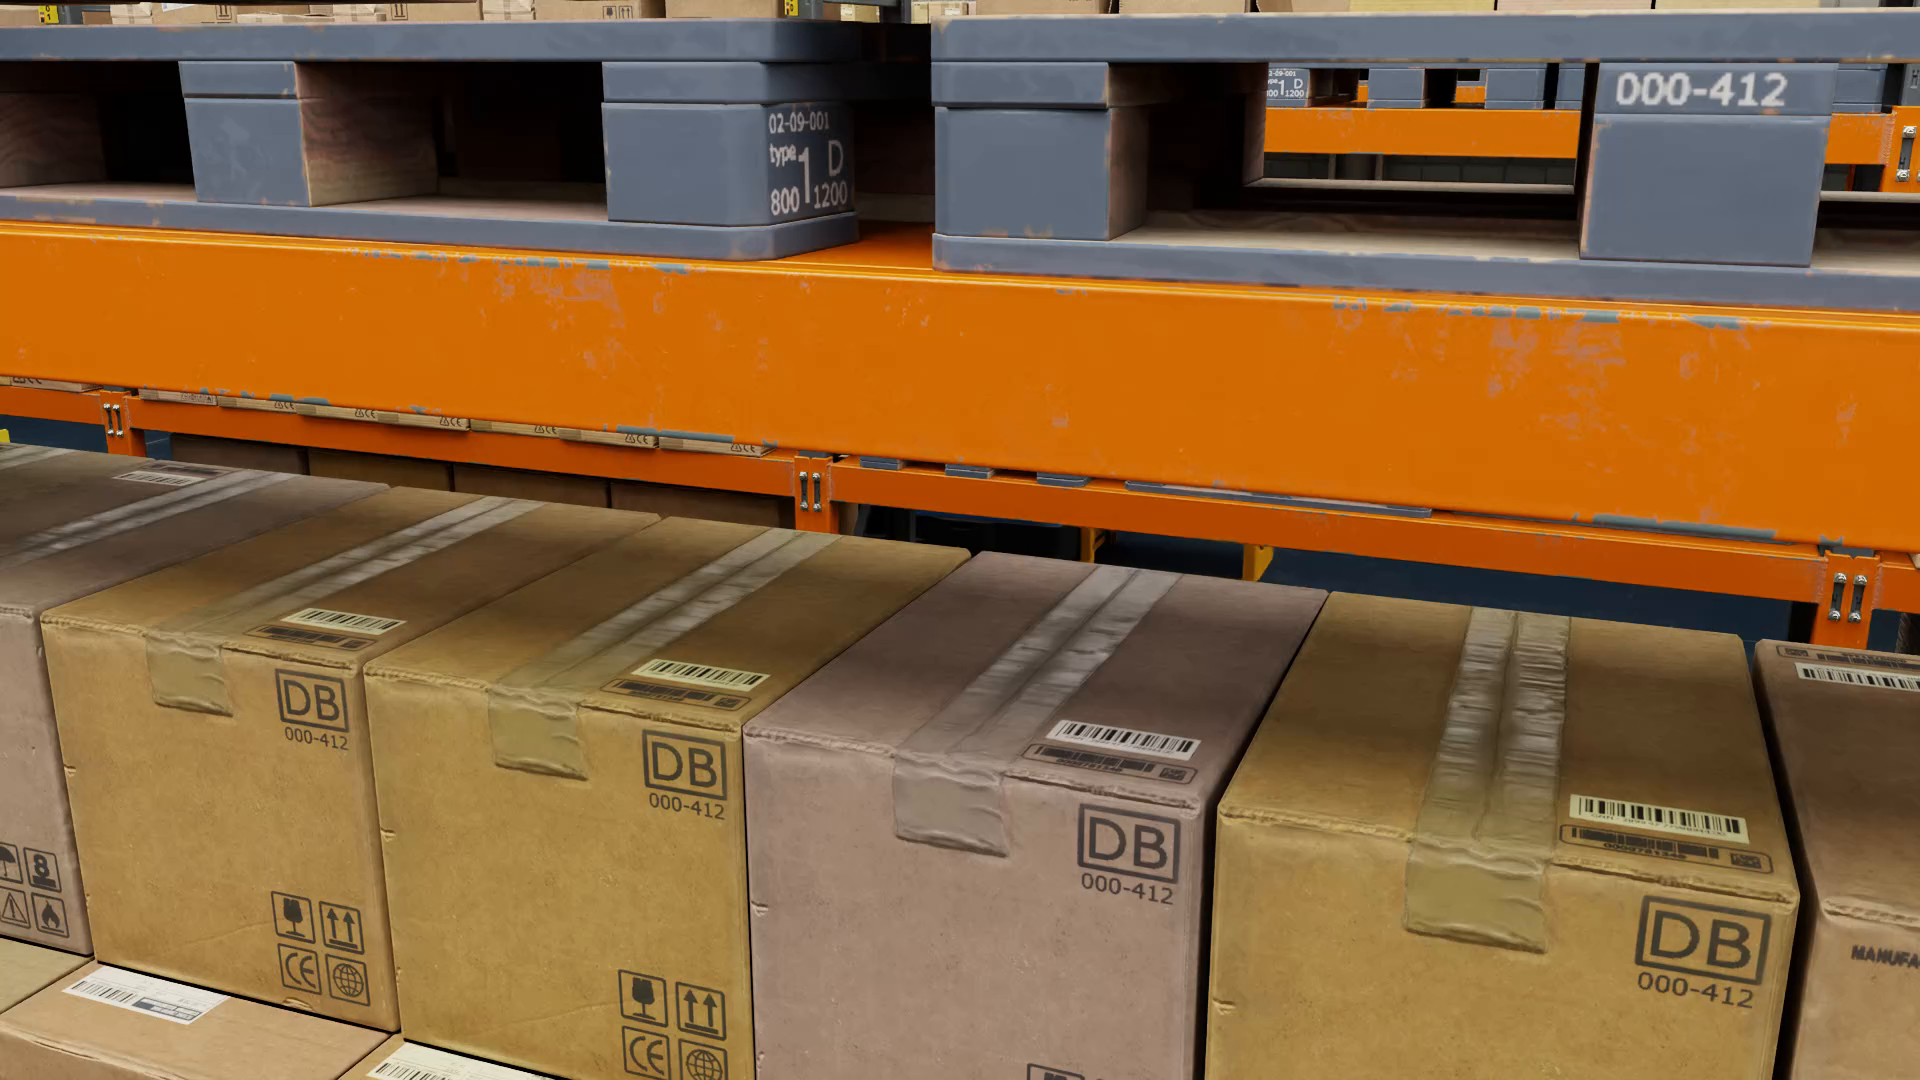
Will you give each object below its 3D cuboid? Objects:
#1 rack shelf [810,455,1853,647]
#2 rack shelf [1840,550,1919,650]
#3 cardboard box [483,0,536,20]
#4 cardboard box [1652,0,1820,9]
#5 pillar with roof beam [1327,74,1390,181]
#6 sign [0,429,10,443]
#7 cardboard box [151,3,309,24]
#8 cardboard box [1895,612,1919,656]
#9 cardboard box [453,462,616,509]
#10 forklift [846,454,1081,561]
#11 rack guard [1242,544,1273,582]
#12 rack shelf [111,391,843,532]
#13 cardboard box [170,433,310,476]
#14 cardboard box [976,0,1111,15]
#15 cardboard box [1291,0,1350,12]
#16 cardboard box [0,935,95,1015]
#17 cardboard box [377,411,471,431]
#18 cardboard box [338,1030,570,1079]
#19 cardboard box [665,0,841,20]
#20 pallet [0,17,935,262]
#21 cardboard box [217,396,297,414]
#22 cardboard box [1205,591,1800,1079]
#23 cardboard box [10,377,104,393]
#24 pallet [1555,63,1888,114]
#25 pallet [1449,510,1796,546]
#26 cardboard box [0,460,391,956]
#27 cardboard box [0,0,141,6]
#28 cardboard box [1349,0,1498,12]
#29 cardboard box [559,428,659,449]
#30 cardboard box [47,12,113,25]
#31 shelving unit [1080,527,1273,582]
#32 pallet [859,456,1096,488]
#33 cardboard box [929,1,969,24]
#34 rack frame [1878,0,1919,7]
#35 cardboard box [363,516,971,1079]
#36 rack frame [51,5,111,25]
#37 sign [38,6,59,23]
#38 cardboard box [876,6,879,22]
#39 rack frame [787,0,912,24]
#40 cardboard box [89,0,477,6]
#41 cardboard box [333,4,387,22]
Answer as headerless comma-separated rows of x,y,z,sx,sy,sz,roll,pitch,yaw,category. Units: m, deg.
1.404,-0.103,6.937,4.000,0.370,1.077,6,17,21,rack shelf
5.125,0.307,5.528,4.000,0.370,1.077,6,17,21,rack shelf
-1.866,-2.281,7.257,0.258,0.266,0.396,6,17,19,cardboard box
2.668,-1.836,5.753,0.500,0.250,0.500,6,17,20,cardboard box
1.325,-3.805,7.641,0.400,9.000,9.100,6,17,21,pillar with roof beam
-1.978,-0.059,3.420,0.005,0.325,0.100,6,17,21,sign
-3.464,-2.587,7.891,0.500,0.500,0.500,6,17,20,cardboard box
3.913,0.506,6.384,0.500,0.500,0.500,6,17,20,cardboard box
-1.897,-0.019,8.415,0.875,0.875,0.875,7,17,21,cardboard box
-0.646,-1.452,10.417,3.031,2.935,1.130,5,17,18,forklift
1.798,0.065,10.002,0.087,0.250,0.587,6,17,20,rack guard
-2.317,-0.512,8.347,4.000,0.370,1.077,6,17,21,rack shelf
-3.571,-0.201,9.042,0.875,0.875,0.875,7,18,22,cardboard box
0.422,-2.042,6.767,0.500,0.500,0.700,6,17,21,cardboard box
2.452,-3.516,10.912,0.500,0.500,0.700,6,17,20,cardboard box
-1.386,0.761,2.494,0.500,0.500,0.500,6,17,20,cardboard box
-2.450,-0.714,8.021,0.500,0.250,0.500,6,17,20,cardboard box
-0.454,0.864,2.138,0.500,0.500,0.500,6,17,20,cardboard box
-0.862,-2.344,7.049,0.637,0.503,0.797,5,17,17,cardboard box
-0.519,-0.543,2.121,1.213,0.211,1.003,7,18,23,pallet
-3.383,-0.824,8.400,0.500,0.250,0.500,6,17,19,cardboard box
0.599,0.421,1.870,0.500,0.500,0.700,6,17,20,cardboard box
-4.703,-1.091,8.872,0.500,0.500,0.500,6,17,21,cardboard box
2.729,-1.685,6.053,1.003,0.211,1.213,6,17,21,pallet
2.607,-0.267,6.558,1.213,0.211,1.003,6,17,21,pallet
-1.294,0.213,2.587,0.500,0.500,0.700,6,17,20,cardboard box
-1.541,-0.932,2.611,0.250,0.166,0.380,6,17,21,cardboard box
1.725,-1.941,6.116,0.500,0.250,0.500,7,17,21,cardboard box
-1.503,-0.613,7.675,0.500,0.250,0.500,7,17,22,cardboard box
-4.648,-2.915,8.842,0.500,0.500,0.500,7,17,22,cardboard box
1.331,-0.584,9.994,1.083,1.500,0.587,6,17,20,shelving unit
0.246,-0.515,7.413,1.003,0.211,1.213,6,17,21,pallet
-0.039,-3.709,11.711,0.250,0.149,0.380,6,17,19,cardboard box
3.265,-3.125,5.296,0.127,3.000,1.000,6,17,21,rack frame
-0.340,0.317,2.228,0.500,0.500,0.700,6,17,20,cardboard box
-4.177,-3.943,8.115,0.127,3.000,1.000,6,17,21,rack frame
-4.380,-2.645,7.954,0.005,0.325,0.100,6,17,21,sign
-0.594,-3.911,12.369,0.250,0.149,0.380,7,17,22,cardboard box
-0.456,-3.534,6.705,0.127,3.000,1.000,6,17,21,rack frame
-1.096,-0.977,2.506,0.500,0.311,0.500,6,17,21,cardboard box
-2.606,-2.362,7.537,0.258,0.266,0.396,8,18,25,cardboard box
